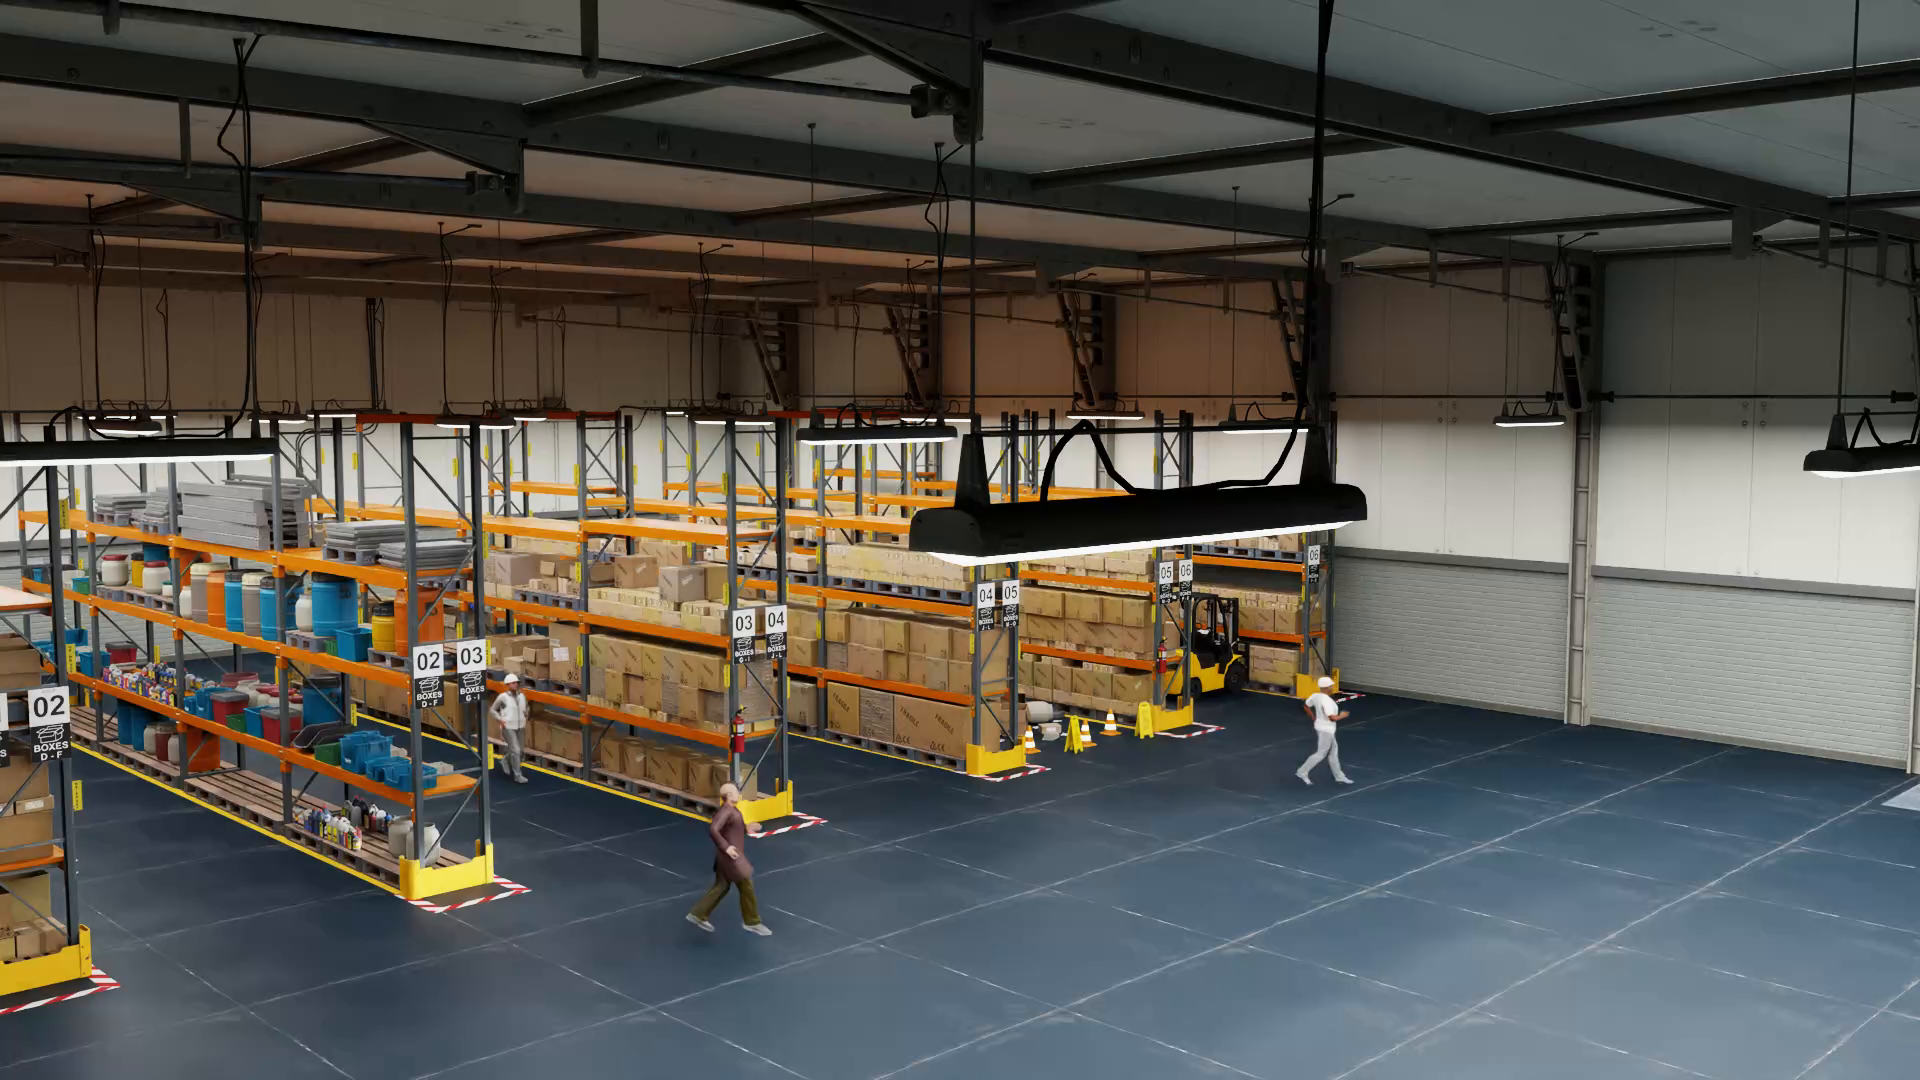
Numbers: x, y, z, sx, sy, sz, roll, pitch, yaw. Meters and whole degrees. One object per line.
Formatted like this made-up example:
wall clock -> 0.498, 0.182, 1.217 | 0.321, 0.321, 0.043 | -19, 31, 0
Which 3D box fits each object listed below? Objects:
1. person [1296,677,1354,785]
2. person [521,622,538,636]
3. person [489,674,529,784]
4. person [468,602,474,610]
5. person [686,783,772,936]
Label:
person -> 5.905, 3.080, 26.839 | 0.983, 1.760, 0.694 | 0, 5, -2
person -> -10.762, 1.907, 41.389 | 0.610, 1.667, 0.920 | 3, 6, 28
person -> -7.352, 3.076, 27.326 | 0.802, 1.761, 0.676 | 4, 6, 38
person -> -11.821, 2.050, 40.127 | 0.603, 1.614, 0.543 | 2, 5, 23
person -> -2.708, 3.746, 19.426 | 0.997, 1.821, 0.684 | -2, 5, -18
